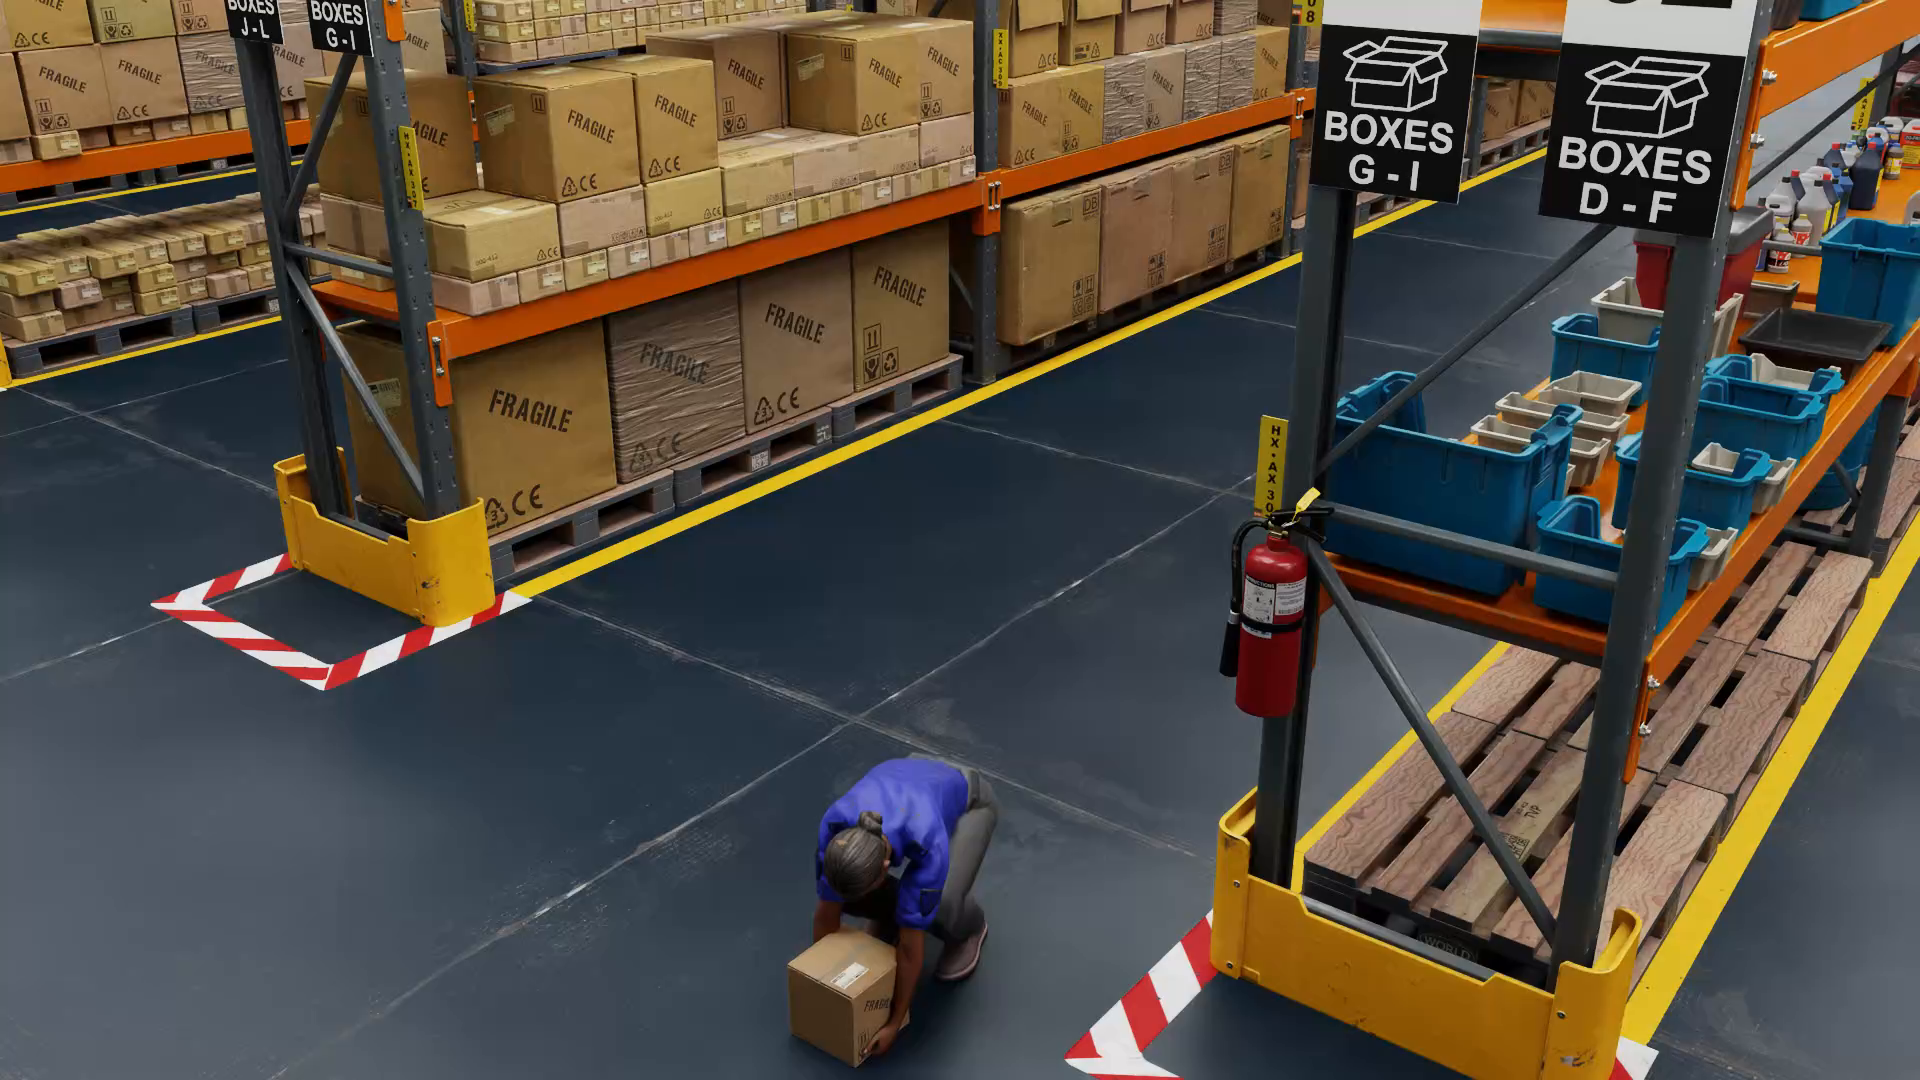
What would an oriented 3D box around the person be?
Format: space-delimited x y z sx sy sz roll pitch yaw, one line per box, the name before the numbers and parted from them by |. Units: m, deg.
person | -0.178 1.004 4.981 0.458 0.756 0.852 11 26 23
